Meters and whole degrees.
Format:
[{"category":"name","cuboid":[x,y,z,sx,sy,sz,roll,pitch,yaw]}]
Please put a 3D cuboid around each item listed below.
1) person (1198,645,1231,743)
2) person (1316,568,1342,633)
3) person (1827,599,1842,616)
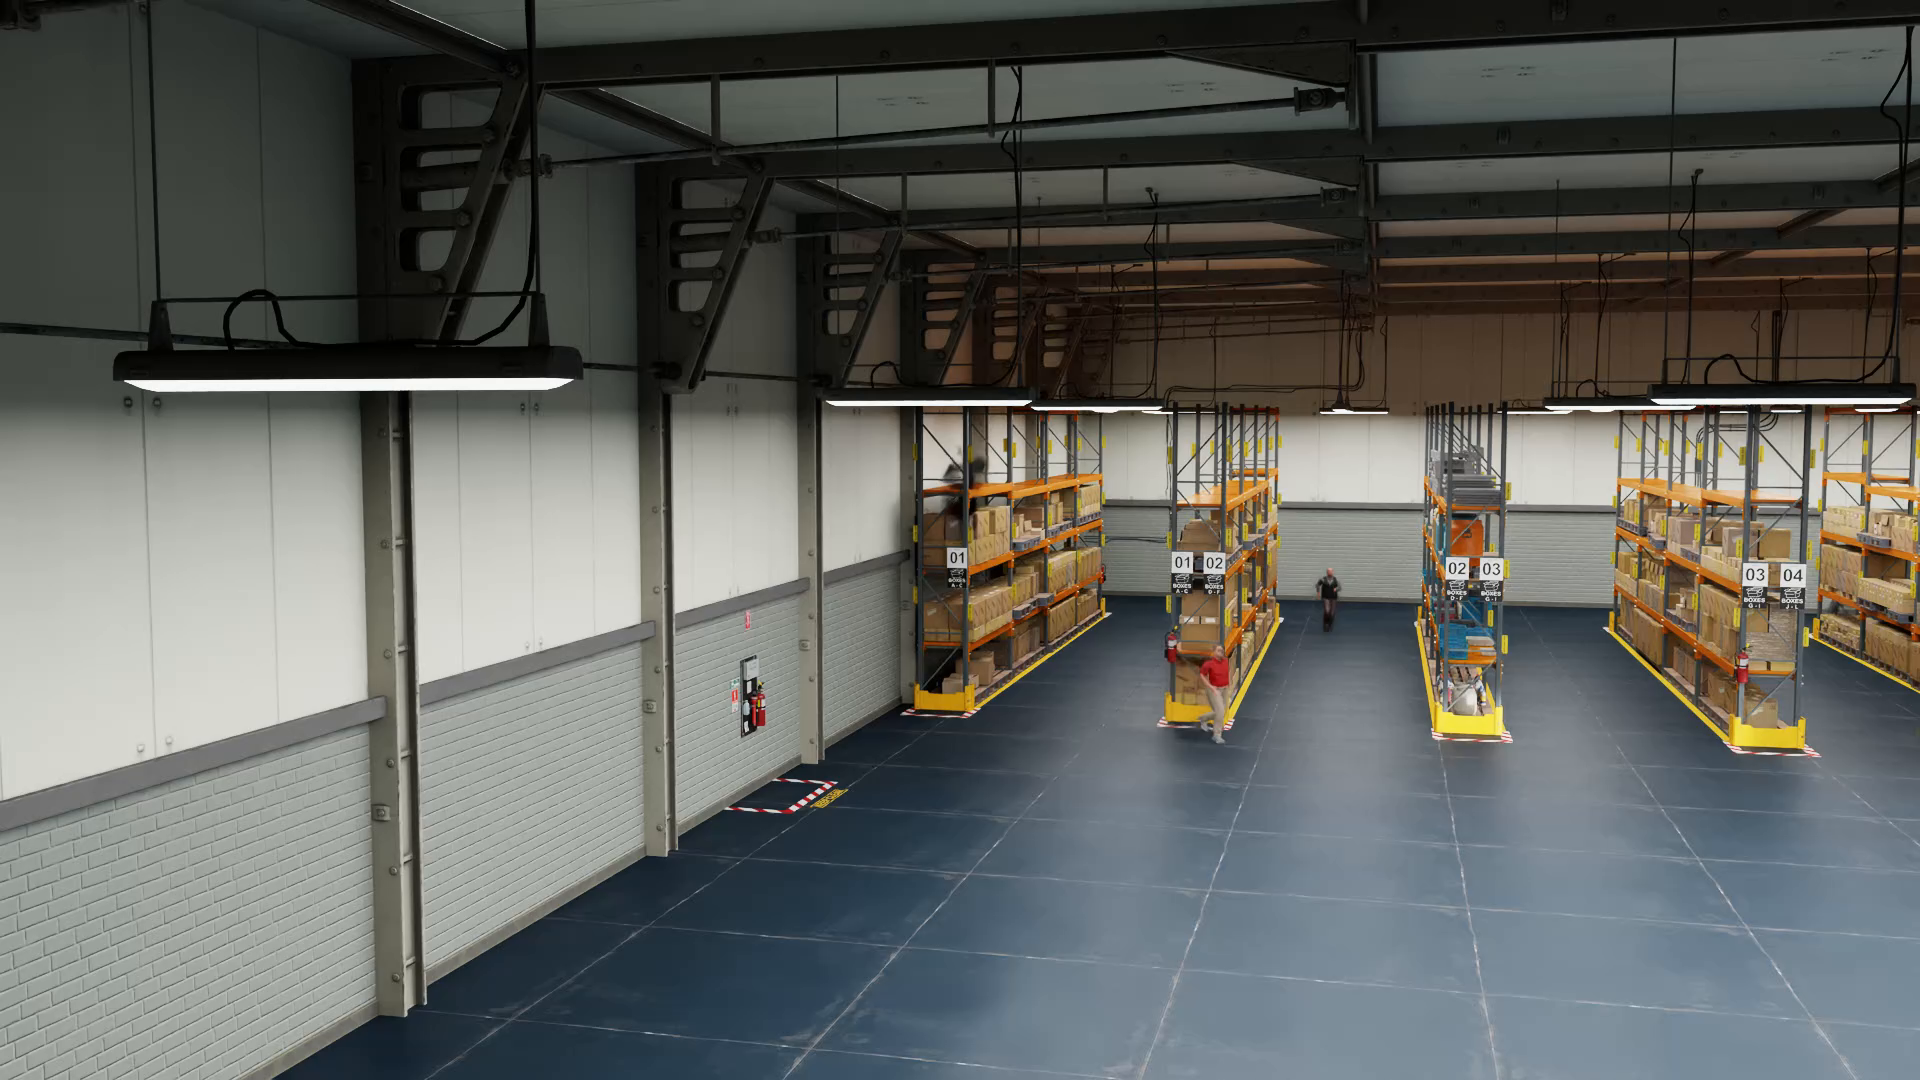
[{"category":"person","cuboid":[4.501,2.709,29.483,0.672,1.738,0.708,-3,5,-37]},{"category":"person","cuboid":[9.815,1.608,44.183,0.628,1.753,0.727,0,4,-2]},{"category":"person","cuboid":[23.186,1.655,44.040,0.681,1.699,0.553,0,4,1]}]
